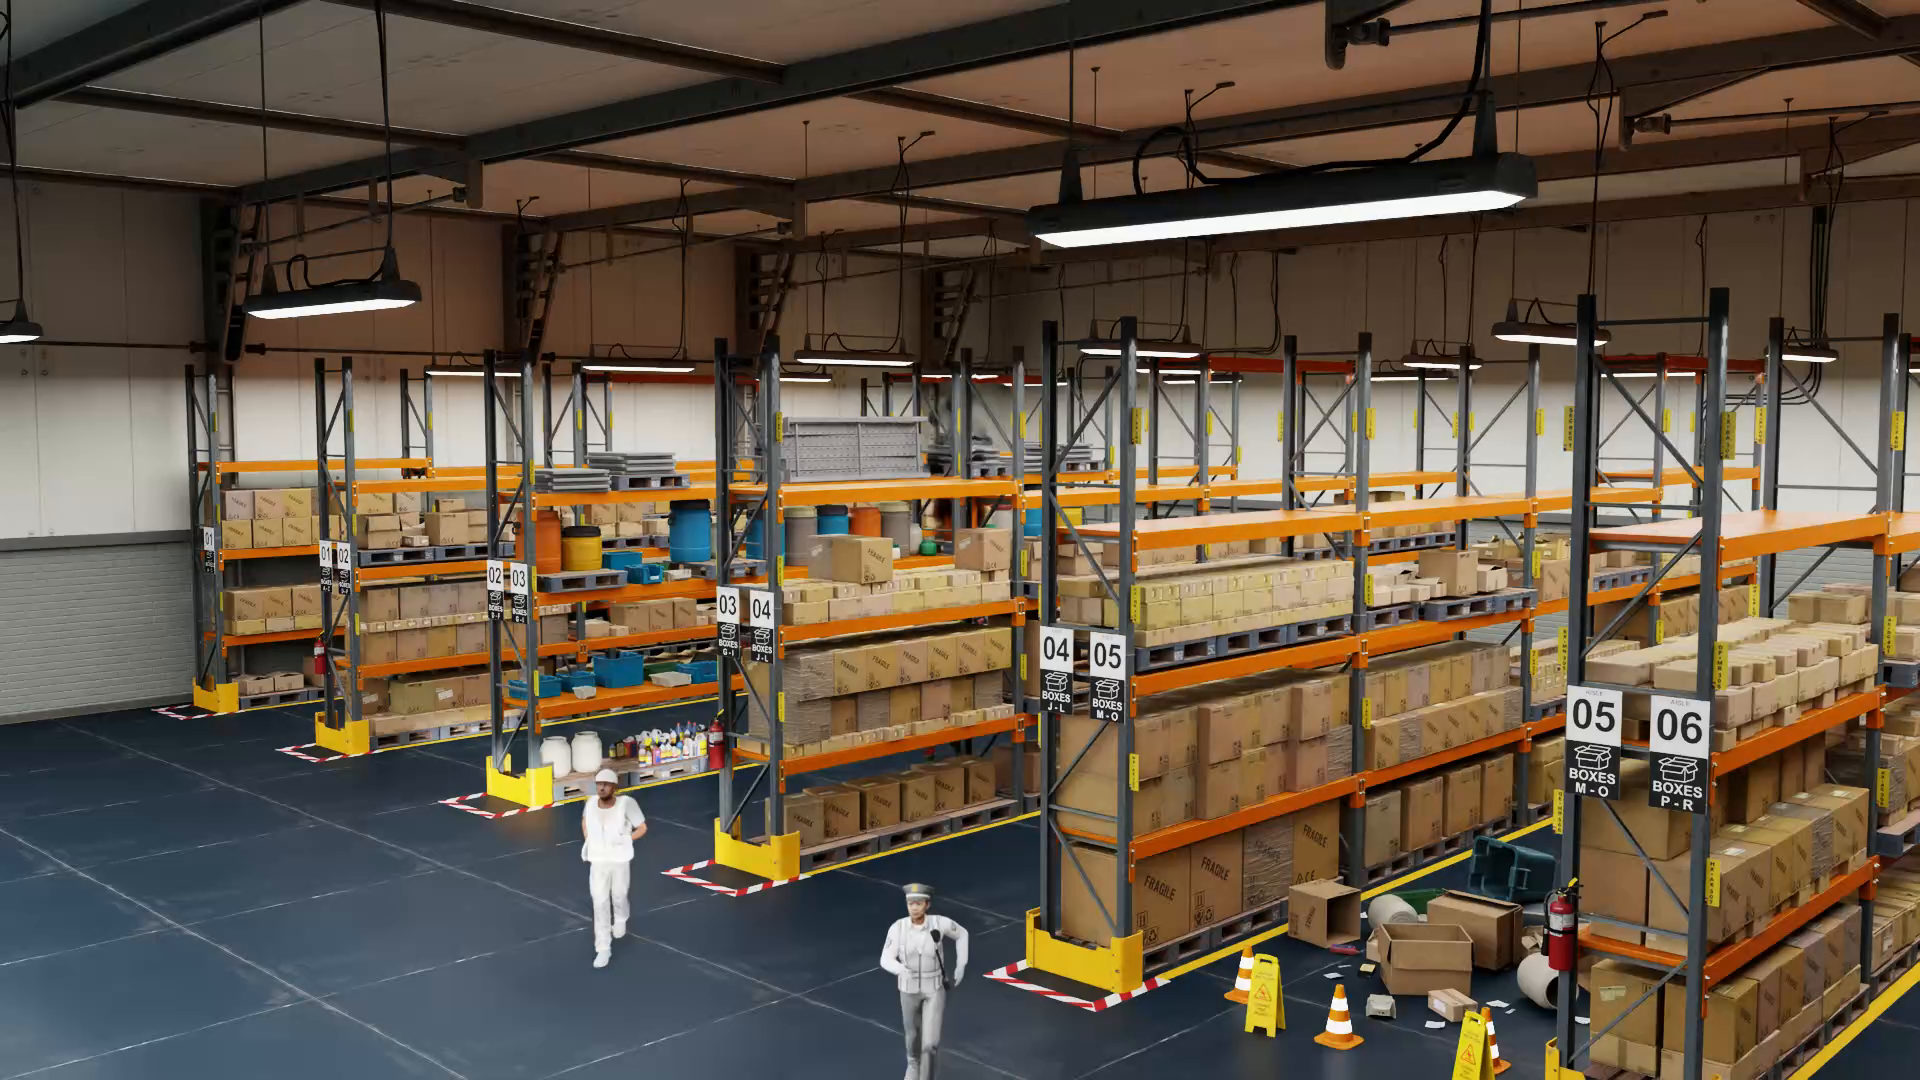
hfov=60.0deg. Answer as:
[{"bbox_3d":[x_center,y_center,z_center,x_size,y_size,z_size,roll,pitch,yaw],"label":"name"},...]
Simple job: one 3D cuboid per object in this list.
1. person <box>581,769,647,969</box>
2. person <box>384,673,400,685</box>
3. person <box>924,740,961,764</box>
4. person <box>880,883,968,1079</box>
[{"bbox_3d":[-3.303,3.060,15.829,0.666,1.795,0.923,0,4,0],"label":"person"},{"bbox_3d":[-9.559,2.227,28.138,0.512,1.638,0.807,4,6,41],"label":"person"},{"bbox_3d":[-0.281,2.425,23.720,0.661,1.769,0.993,3,5,36],"label":"person"},{"bbox_3d":[-0.264,3.374,12.399,0.621,1.731,0.868,1,4,7],"label":"person"}]
